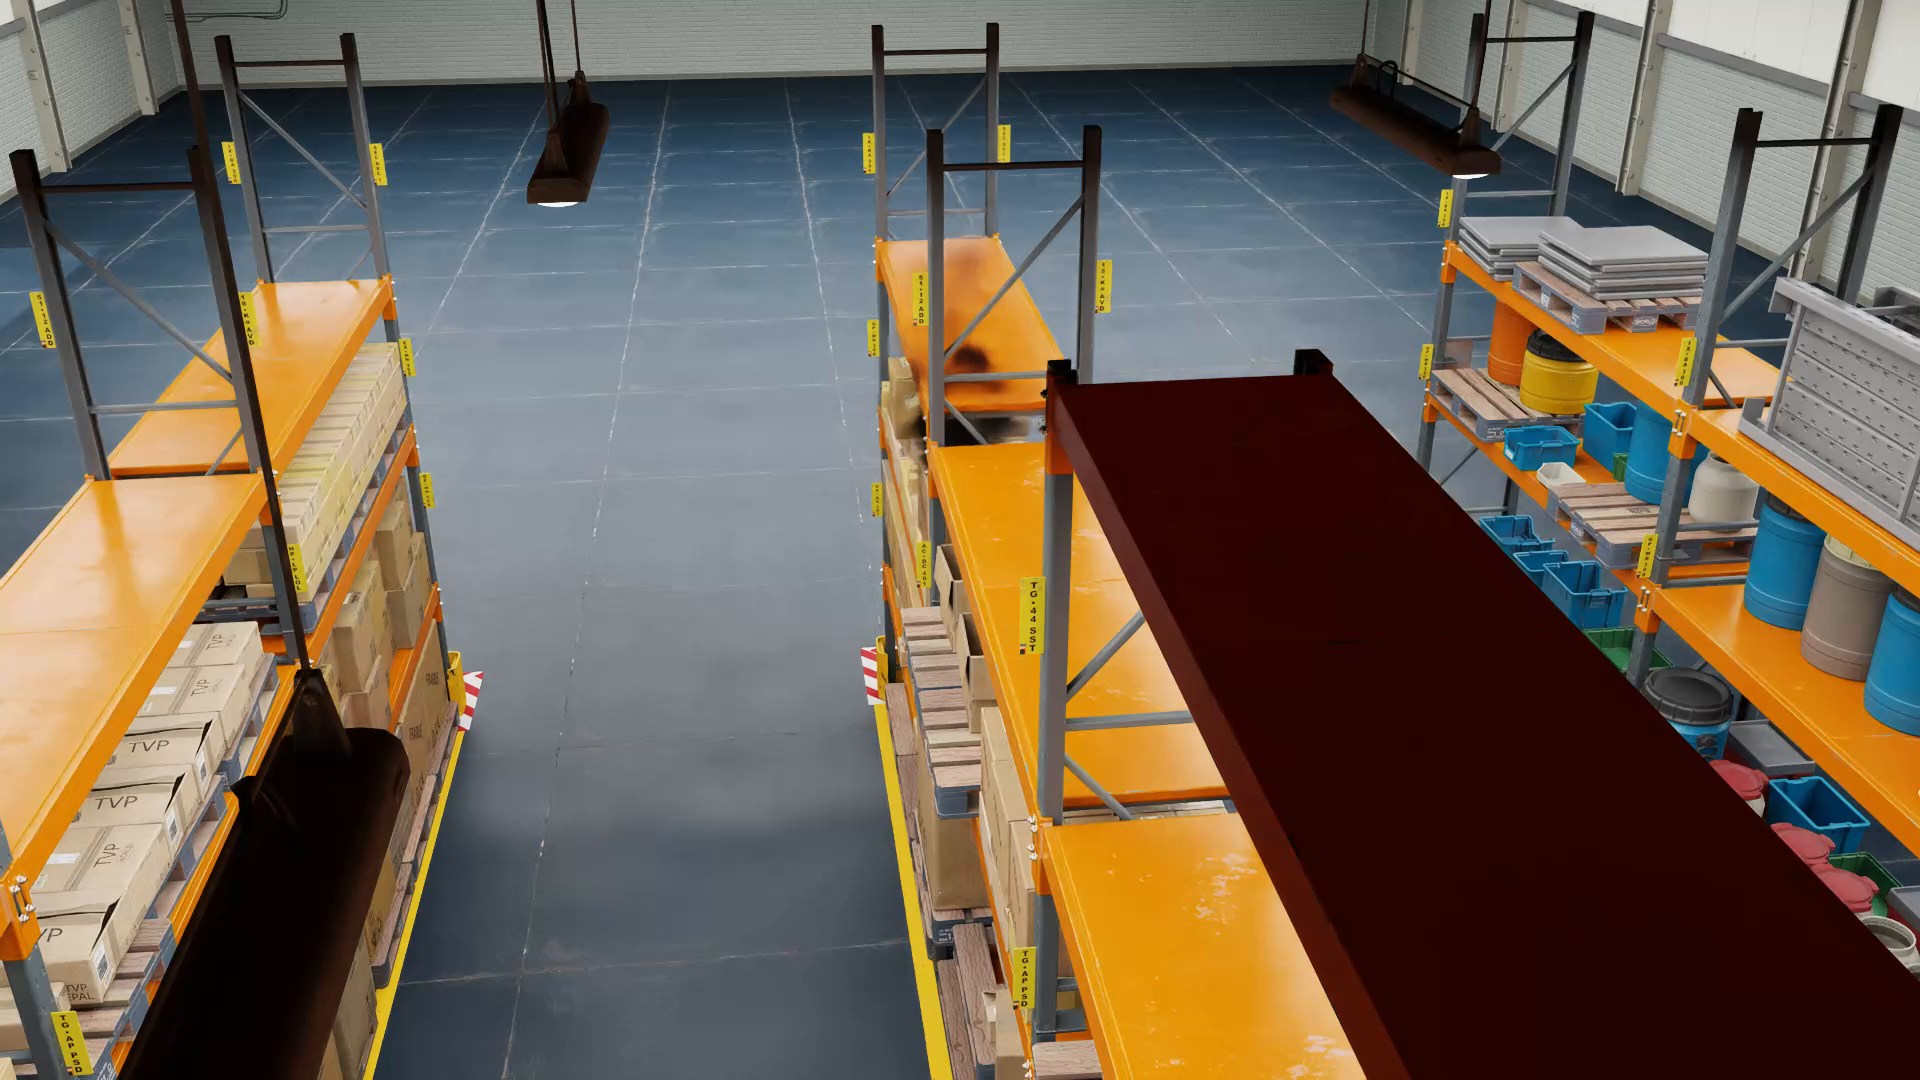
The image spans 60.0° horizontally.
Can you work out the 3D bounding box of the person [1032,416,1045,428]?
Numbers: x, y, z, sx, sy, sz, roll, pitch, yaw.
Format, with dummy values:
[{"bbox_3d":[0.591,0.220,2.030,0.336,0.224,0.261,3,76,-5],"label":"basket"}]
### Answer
[{"bbox_3d":[1.082,-0.878,18.293,0.702,1.826,0.654,9,27,18],"label":"person"}]
